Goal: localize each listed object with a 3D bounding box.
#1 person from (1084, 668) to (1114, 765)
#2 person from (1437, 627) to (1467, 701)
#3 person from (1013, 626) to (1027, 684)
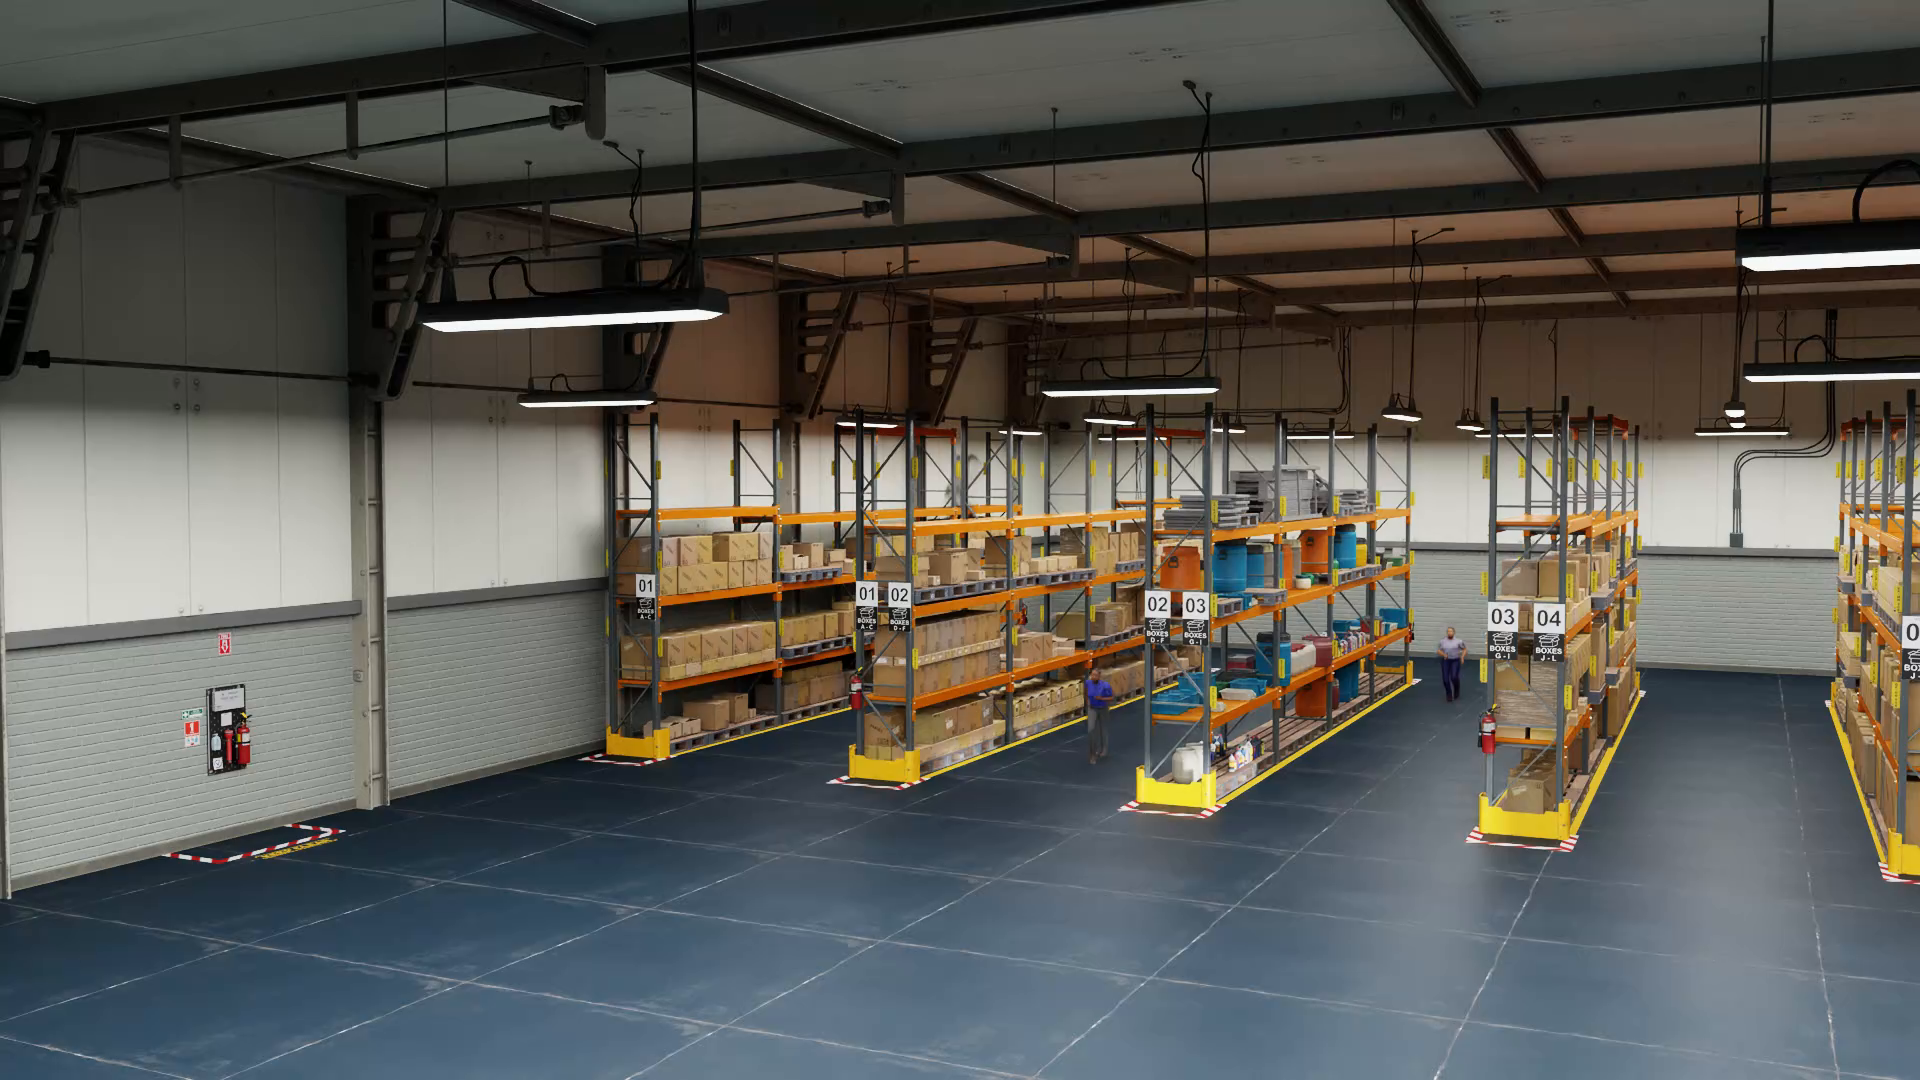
[{"bbox_3d":[2.392,3.000,28.564,0.573,1.659,0.925,1,2,14],"label":"person"},{"bbox_3d":[10.601,2.684,35.909,0.593,1.609,0.577,1,3,25],"label":"person"},{"bbox_3d":[1.351,2.682,36.316,0.697,1.662,1.008,1,3,17],"label":"person"}]
